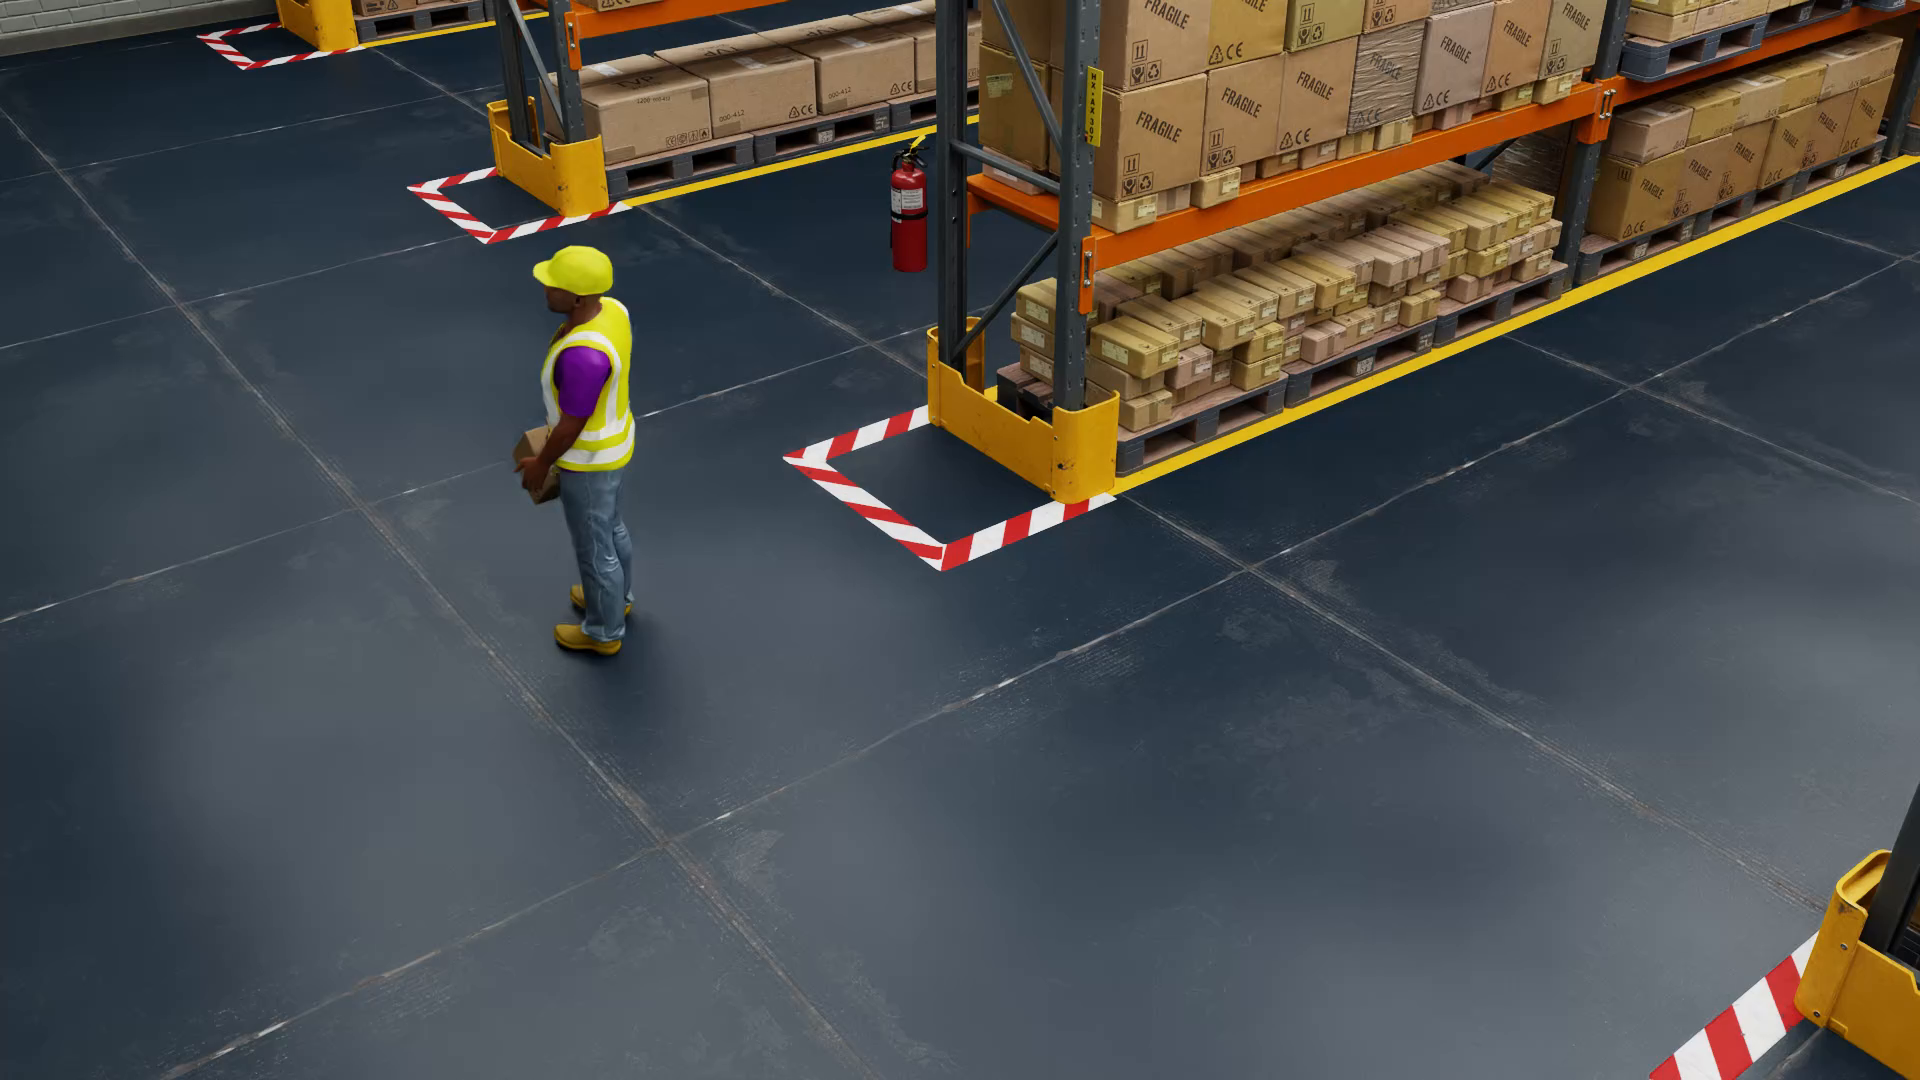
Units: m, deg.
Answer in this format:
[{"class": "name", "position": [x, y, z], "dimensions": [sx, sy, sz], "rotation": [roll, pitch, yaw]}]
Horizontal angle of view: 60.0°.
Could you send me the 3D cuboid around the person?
[{"class": "person", "position": [-1.519, -0.360, 6.658], "dimensions": [0.476, 1.777, 0.598], "rotation": [-1, 32, -2]}]
